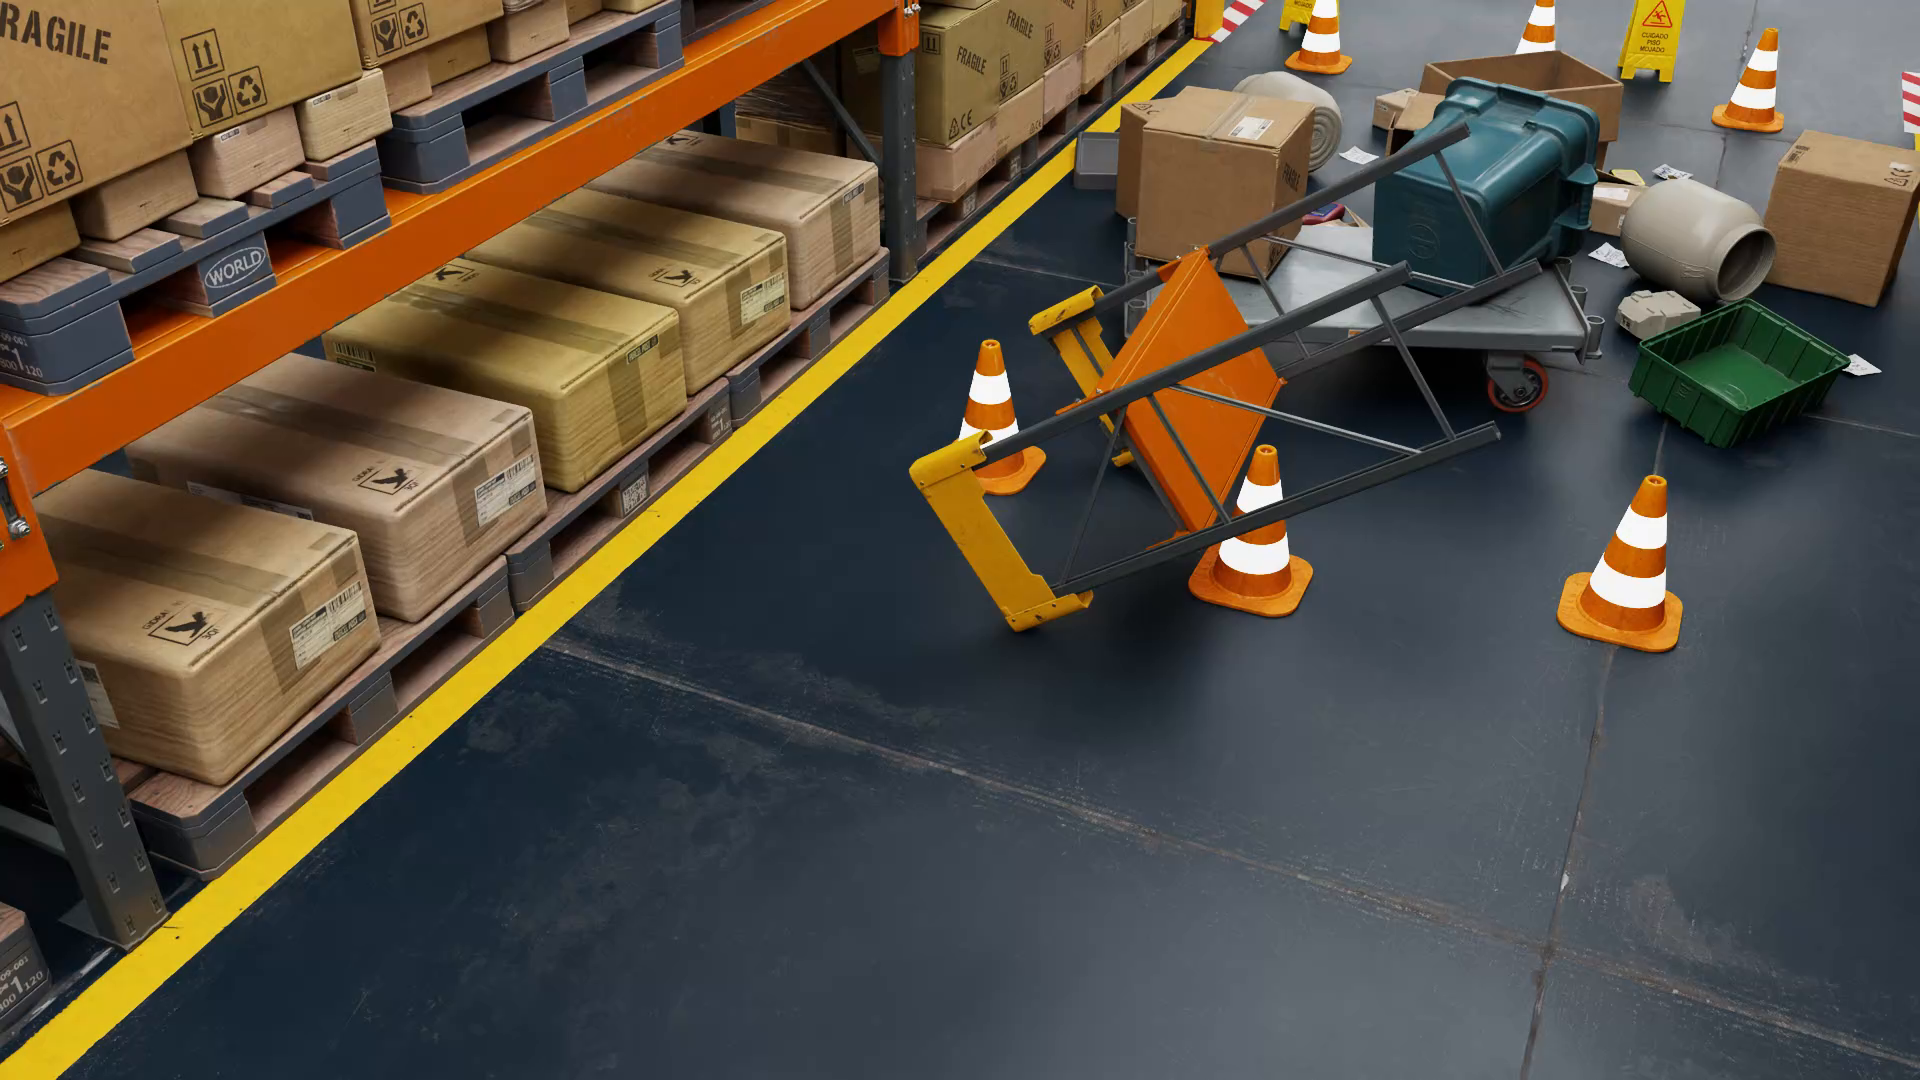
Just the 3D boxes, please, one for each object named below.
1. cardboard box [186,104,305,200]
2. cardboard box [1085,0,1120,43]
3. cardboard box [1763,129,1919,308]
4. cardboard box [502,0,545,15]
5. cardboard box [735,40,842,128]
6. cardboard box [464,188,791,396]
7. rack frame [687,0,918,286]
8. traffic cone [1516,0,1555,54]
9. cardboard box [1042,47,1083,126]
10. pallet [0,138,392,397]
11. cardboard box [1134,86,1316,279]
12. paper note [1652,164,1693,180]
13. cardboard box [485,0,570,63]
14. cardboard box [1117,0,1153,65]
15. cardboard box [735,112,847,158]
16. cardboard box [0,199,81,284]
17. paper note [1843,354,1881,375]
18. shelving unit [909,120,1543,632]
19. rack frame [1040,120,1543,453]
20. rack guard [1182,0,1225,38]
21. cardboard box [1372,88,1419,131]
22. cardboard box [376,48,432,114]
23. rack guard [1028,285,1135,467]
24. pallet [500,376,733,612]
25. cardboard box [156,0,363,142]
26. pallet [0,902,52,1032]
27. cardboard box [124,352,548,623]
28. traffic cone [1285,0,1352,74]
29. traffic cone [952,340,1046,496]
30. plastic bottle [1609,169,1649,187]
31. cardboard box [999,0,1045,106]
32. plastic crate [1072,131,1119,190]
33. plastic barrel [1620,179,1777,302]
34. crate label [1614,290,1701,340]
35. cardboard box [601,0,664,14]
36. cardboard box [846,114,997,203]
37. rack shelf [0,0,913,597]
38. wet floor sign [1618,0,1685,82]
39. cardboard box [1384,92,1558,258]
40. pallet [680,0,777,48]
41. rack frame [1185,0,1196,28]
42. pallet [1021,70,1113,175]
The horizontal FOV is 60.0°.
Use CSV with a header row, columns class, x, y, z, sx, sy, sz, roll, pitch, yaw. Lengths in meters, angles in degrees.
class,x,y,z,sx,sy,sz,roll,pitch,yaw
cardboard box,-1.718,-0.901,3.735,0.380,0.149,0.250,12,35,17
cardboard box,0.488,-2.807,8.236,0.500,0.500,0.500,13,36,19
cardboard box,3.601,-1.324,6.811,0.500,0.500,0.500,21,39,28
cardboard box,-1.286,-1.740,4.422,0.500,0.500,0.500,13,35,19
cardboard box,-0.651,-2.140,7.219,0.500,0.500,0.500,14,36,20
cardboard box,-1.170,-0.901,5.902,0.950,0.372,0.625,16,37,23
rack frame,-0.655,-2.445,6.243,1.000,3.000,0.127,14,36,20
traffic cone,3.161,-2.781,9.069,0.336,0.463,0.334,14,36,20
cardboard box,0.270,-2.236,8.049,0.500,0.250,0.500,14,36,20
pallet,-2.127,-0.752,3.836,1.213,0.211,1.003,14,36,20
cardboard box,0.974,-1.323,6.121,0.500,0.500,0.500,14,36,20
paper note,3.376,-1.739,7.875,0.144,0.017,0.142,29,43,36
cardboard box,-1.303,-1.436,4.551,0.380,0.149,0.250,15,36,22
cardboard box,0.701,-2.742,8.821,0.500,0.250,0.500,14,36,21
cardboard box,-0.652,-1.827,7.425,0.500,0.250,0.500,16,36,23
cardboard box,-2.023,-0.642,3.340,0.380,0.149,0.250,12,35,18
paper note,3.342,-0.661,6.229,0.147,0.020,0.142,-9,34,-13
shelving unit,0.778,-0.469,4.737,1.500,0.587,1.083,-22,20,35
rack frame,0.969,-0.736,5.137,1.500,0.500,0.032,-22,20,35
rack guard,0.987,-3.354,9.909,1.175,0.500,0.348,14,36,20
cardboard box,2.305,-2.129,8.361,0.250,0.149,0.380,-21,39,-29
cardboard box,-1.554,-1.171,4.147,0.380,0.149,0.250,16,37,23
rack guard,0.486,-0.532,5.478,0.250,0.587,0.087,-22,20,35
pallet,-1.488,-0.281,5.486,1.003,0.211,1.213,14,36,20
cardboard box,-1.718,-1.227,3.640,0.500,0.500,0.500,16,37,23
pallet,-2.727,1.089,3.397,1.003,0.211,1.213,14,36,20
cardboard box,-1.781,-0.178,4.799,0.950,0.372,0.625,13,36,20
traffic cone,2.010,-2.866,9.199,0.336,0.463,0.334,14,36,20
traffic cone,0.098,-0.445,5.507,0.336,0.463,0.334,14,36,20
plastic bottle,3.099,-1.636,7.690,0.133,0.061,0.283,3,33,4
cardboard box,0.051,-2.285,7.440,0.500,0.500,0.500,16,36,22
plastic crate,0.747,-1.818,7.949,0.402,0.080,0.583,3,33,4
plastic barrel,2.965,-1.199,6.692,0.421,0.421,0.512,-15,36,-21
crate label,2.708,-0.863,6.441,0.298,0.136,0.250,-9,34,-13
cardboard box,-1.059,-1.691,4.939,0.380,0.149,0.250,14,36,20
cardboard box,-0.163,-1.702,7.235,0.500,0.250,0.500,13,35,18
rack shelf,-1.492,-1.148,4.921,1.077,0.370,4.000,14,36,20
wet floor sign,3.771,-2.836,8.986,0.267,0.644,0.232,8,34,12
cardboard box,2.200,-1.526,6.995,0.797,0.637,0.503,14,36,20
pallet,-1.107,-2.017,5.766,1.003,0.211,1.213,14,36,20
rack frame,1.019,-4.437,9.281,1.000,3.000,0.127,14,36,20
pallet,0.103,-2.231,8.460,1.003,0.211,1.213,14,36,20
